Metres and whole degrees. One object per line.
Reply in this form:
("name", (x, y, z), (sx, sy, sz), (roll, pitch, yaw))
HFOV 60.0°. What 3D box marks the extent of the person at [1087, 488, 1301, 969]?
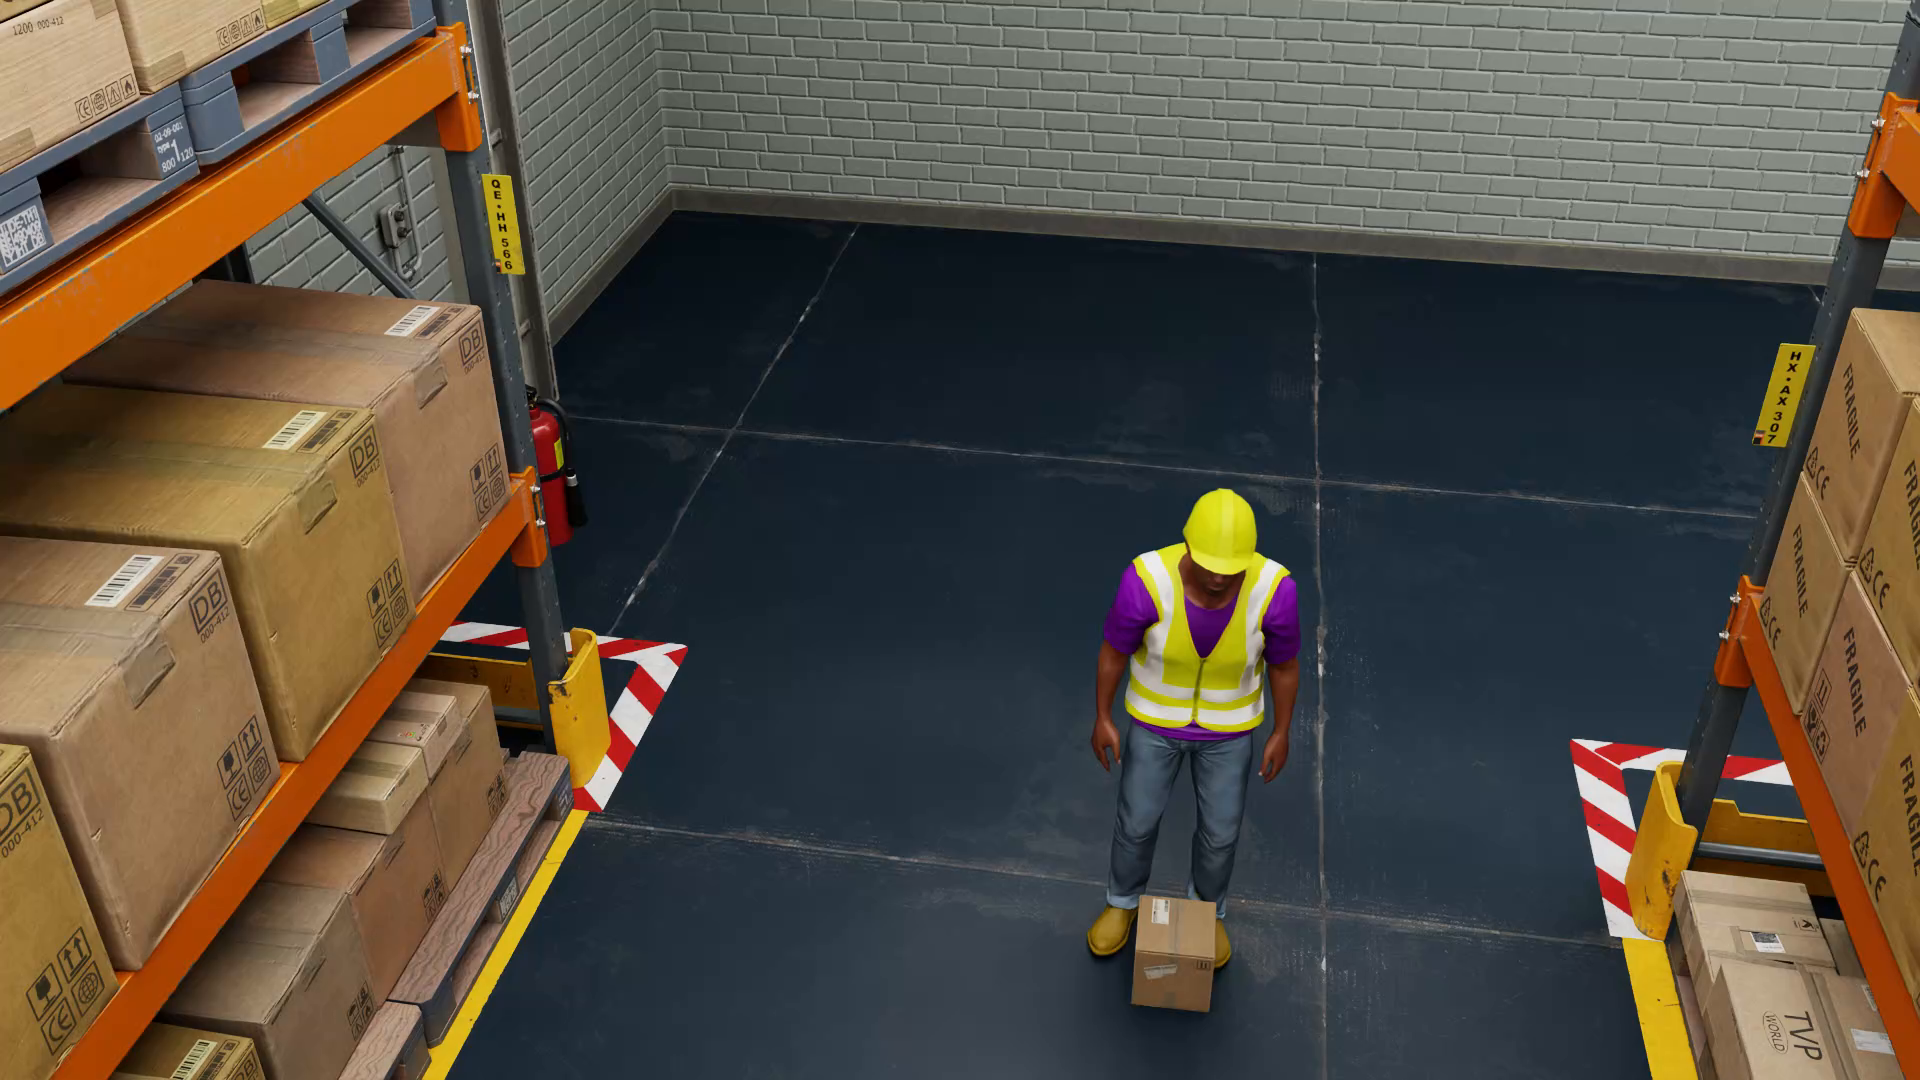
("person", (0.725, 0.585, 5.192), (0.626, 1.759, 0.463), (4, 32, 6))
